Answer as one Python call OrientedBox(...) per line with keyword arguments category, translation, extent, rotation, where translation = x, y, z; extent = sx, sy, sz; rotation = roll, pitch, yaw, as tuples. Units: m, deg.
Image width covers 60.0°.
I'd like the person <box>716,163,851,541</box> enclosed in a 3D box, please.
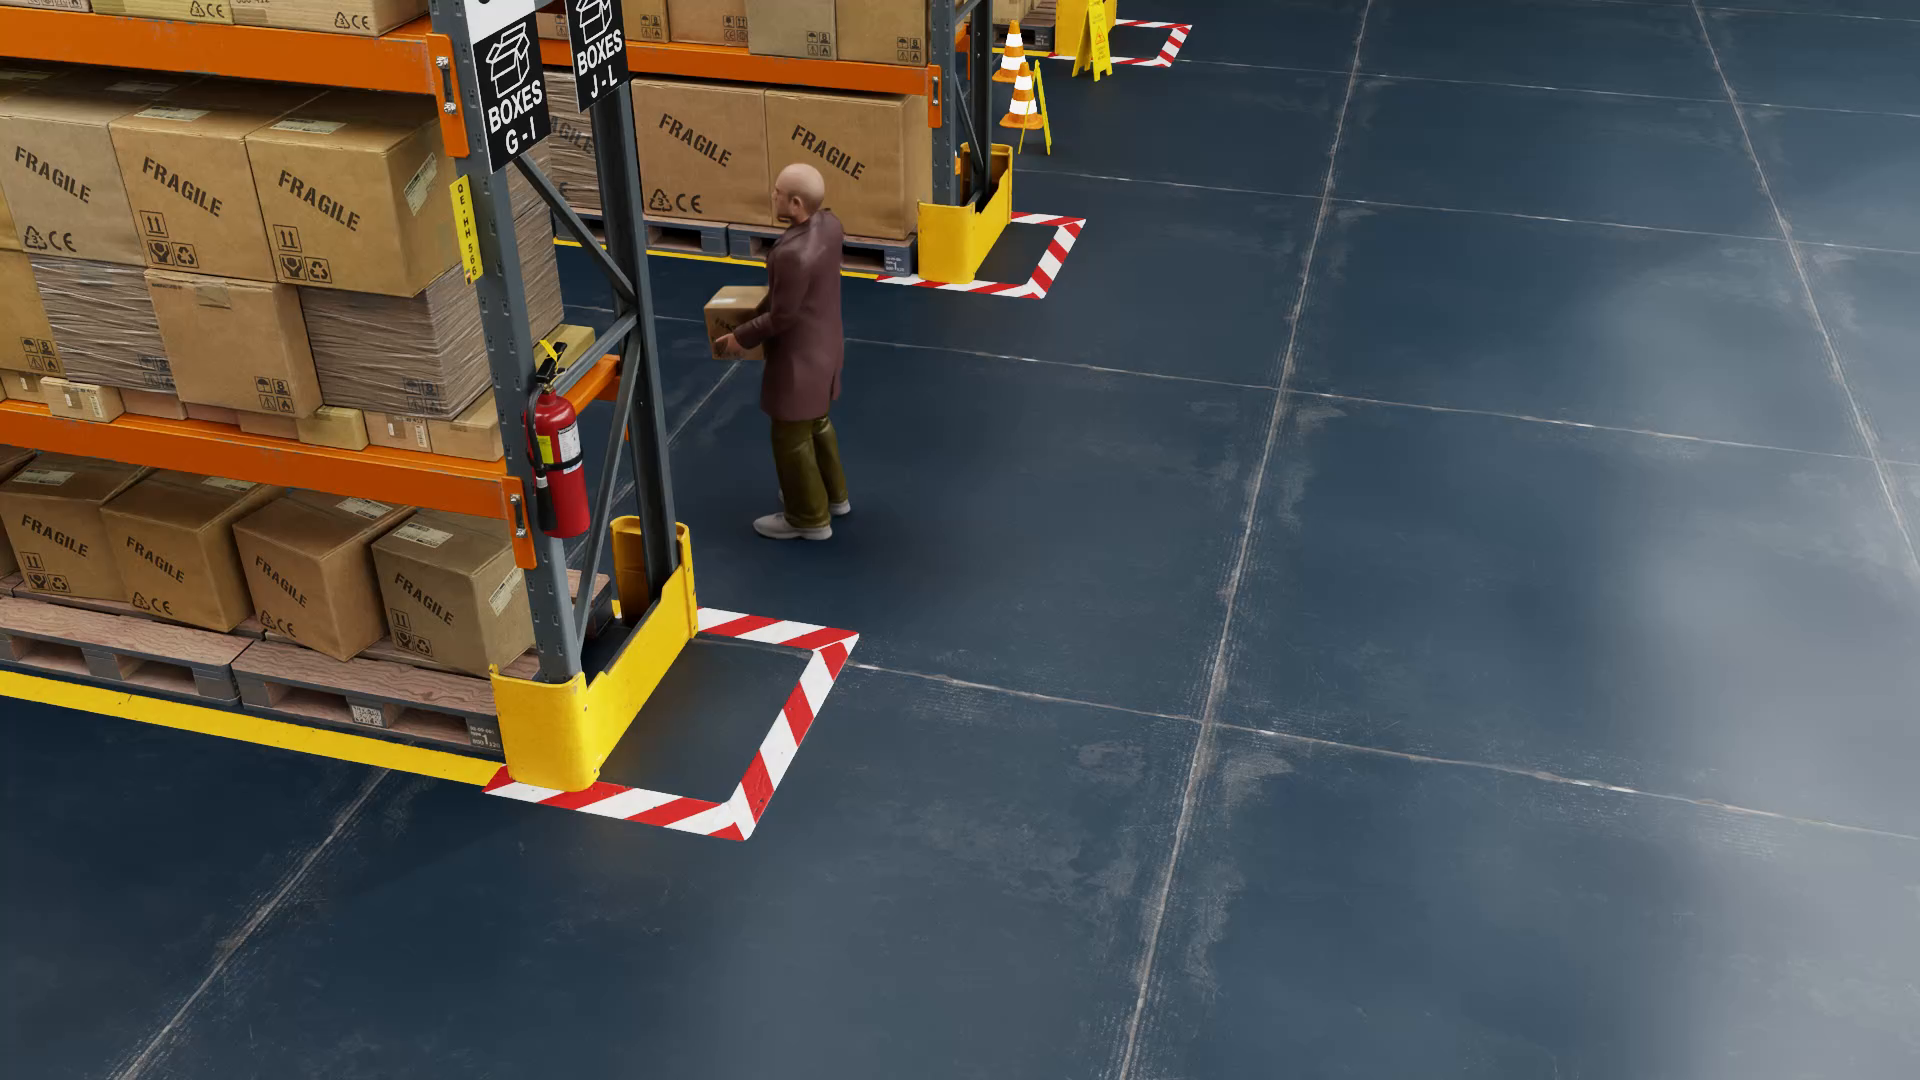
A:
OrientedBox(category="person", translation=(-0.794, -0.843, 7.474), extent=(0.527, 1.781, 0.554), rotation=(8, 33, 12))
